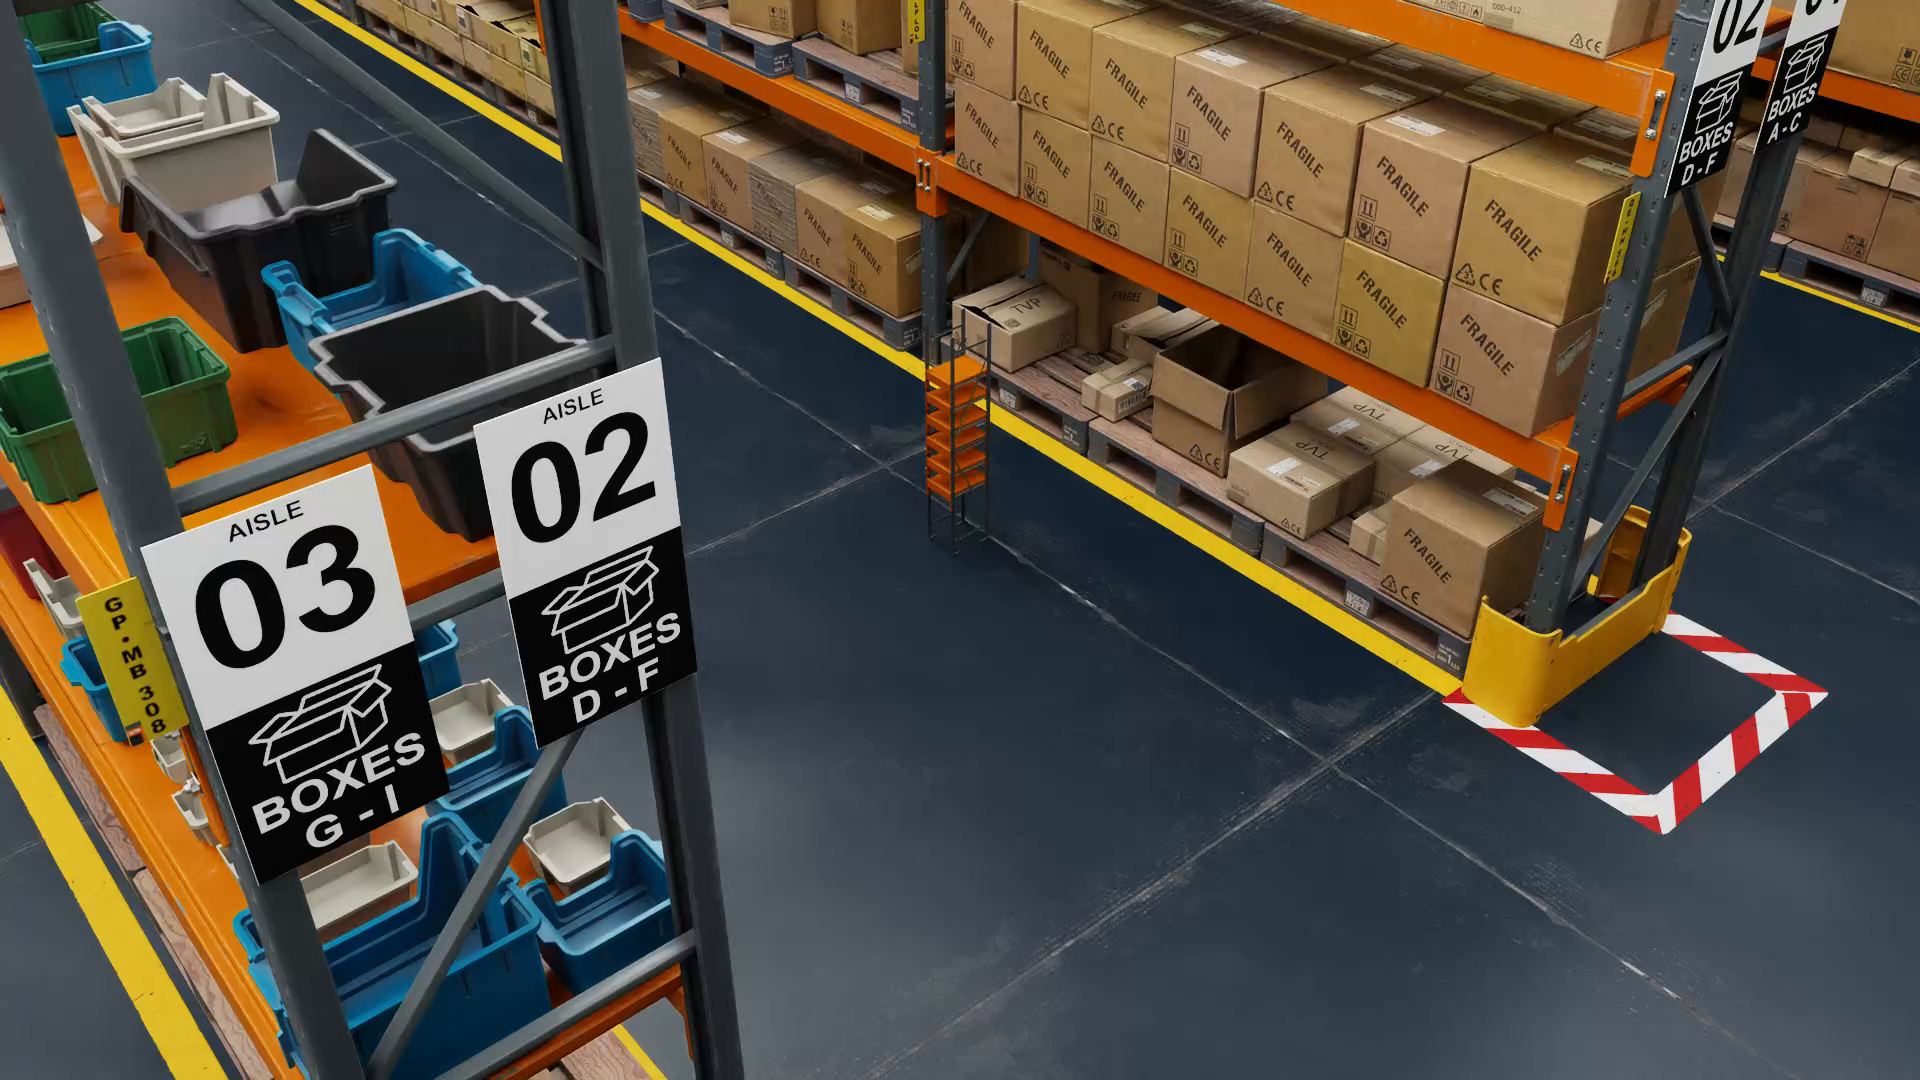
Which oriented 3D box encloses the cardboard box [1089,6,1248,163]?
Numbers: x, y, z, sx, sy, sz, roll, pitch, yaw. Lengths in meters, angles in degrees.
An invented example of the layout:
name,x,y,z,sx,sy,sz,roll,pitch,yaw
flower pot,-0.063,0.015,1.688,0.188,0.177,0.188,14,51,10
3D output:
name,x,y,z,sx,sy,sz,roll,pitch,yaw
cardboard box,0.954,-2.111,7.684,0.500,0.500,0.500,-27,44,-33

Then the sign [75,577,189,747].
name,x,y,z,sx,sy,sz,roll,pitch,yaw
sign,-1.414,0.213,2.850,0.100,0.325,0.005,-26,43,-32

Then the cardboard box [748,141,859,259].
name,x,y,z,sx,sy,sz,roll,pitch,yaw
cardboard box,-0.973,-2.143,10.463,0.500,0.500,0.500,-25,43,-31

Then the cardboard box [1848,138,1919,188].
name,x,y,z,sx,sy,sz,roll,pitch,yaw
cardboard box,5.648,-2.302,10.144,0.380,0.149,0.250,-25,42,-31

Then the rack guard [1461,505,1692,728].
name,x,y,z,sx,sy,sz,roll,pitch,yaw
rack guard,2.733,0.322,7.362,1.175,0.500,0.348,-26,43,-32

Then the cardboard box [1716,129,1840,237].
name,x,y,z,sx,sy,sz,roll,pitch,yaw
cardboard box,5.387,-2.379,10.813,0.700,0.500,0.500,-28,44,-33

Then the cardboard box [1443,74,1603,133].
name,x,y,z,sx,sy,sz,roll,pitch,yaw
cardboard box,2.354,-1.635,7.012,0.500,0.500,0.500,-26,43,-31

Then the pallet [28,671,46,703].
name,x,y,z,sx,sy,sz,roll,pitch,yaw
pallet,-4.052,0.197,7.788,1.003,0.211,1.213,-26,43,-32

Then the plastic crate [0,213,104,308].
name,x,y,z,sx,sy,sz,roll,pitch,yaw
plastic crate,-2.528,-0.754,4.353,0.437,0.136,0.530,-26,43,-32

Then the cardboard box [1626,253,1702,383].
name,x,y,z,sx,sy,sz,roll,pitch,yaw
cardboard box,2.697,-0.999,6.979,0.500,0.500,0.500,-25,42,-31

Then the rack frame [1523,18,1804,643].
name,x,y,z,sx,sy,sz,roll,pitch,yaw
rack frame,2.782,-0.664,6.592,1.000,3.000,0.127,-26,43,-32

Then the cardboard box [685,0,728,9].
name,x,y,z,sx,sy,sz,roll,pitch,yaw
cardboard box,-1.444,-3.697,10.425,0.700,0.500,0.500,-18,39,-24

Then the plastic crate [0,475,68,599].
name,x,y,z,sx,sy,sz,roll,pitch,yaw
plastic crate,-3.201,-0.147,5.755,0.402,0.464,0.583,-26,43,-32

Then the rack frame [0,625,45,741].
name,x,y,z,sx,sy,sz,roll,pitch,yaw
rack frame,-3.586,-0.584,6.480,1.000,3.000,0.127,-26,43,-32

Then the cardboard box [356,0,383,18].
name,x,y,z,sx,sy,sz,roll,pitch,yaw
cardboard box,-4.891,-4.741,14.364,0.500,0.250,0.500,-27,43,-33

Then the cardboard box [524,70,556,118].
name,x,y,z,sx,sy,sz,roll,pitch,yaw
cardboard box,-2.907,-3.387,12.452,0.500,0.250,0.500,-25,42,-31

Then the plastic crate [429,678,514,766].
name,x,y,z,sx,sy,sz,roll,pitch,yaw
plastic crate,-1.494,0.561,5.039,0.250,0.136,0.298,-26,43,-32

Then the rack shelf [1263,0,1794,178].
name,x,y,z,sx,sy,sz,roll,pitch,yaw
rack shelf,1.491,-2.478,7.180,1.077,0.370,4.000,-26,43,-32

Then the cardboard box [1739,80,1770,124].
name,x,y,z,sx,sy,sz,roll,pitch,yaw
cardboard box,5.286,-2.891,10.976,0.380,0.149,0.250,-27,43,-33

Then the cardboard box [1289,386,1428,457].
name,x,y,z,sx,sy,sz,roll,pitch,yaw
cardboard box,2.002,-0.509,8.372,0.500,0.250,0.500,-26,43,-32

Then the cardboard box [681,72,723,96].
name,x,y,z,sx,sy,sz,roll,pitch,yaw
cardboard box,-1.598,-3.030,11.715,0.500,0.500,0.500,-24,42,-30

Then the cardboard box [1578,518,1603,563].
name,x,y,z,sx,sy,sz,roll,pitch,yaw
cardboard box,2.774,0.007,7.731,0.380,0.149,0.250,-26,43,-32

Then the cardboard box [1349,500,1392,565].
name,x,y,z,sx,sy,sz,roll,pitch,yaw
cardboard box,2.050,-0.048,7.793,0.380,0.166,0.250,-26,43,-32

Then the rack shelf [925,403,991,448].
name,x,y,z,sx,sy,sz,roll,pitch,yaw
rack shelf,-0.009,-0.558,7.869,0.258,0.103,0.180,-26,43,-32

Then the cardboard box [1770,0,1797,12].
name,x,y,z,sx,sy,sz,roll,pitch,yaw
cardboard box,5.264,-3.514,10.357,0.980,0.700,0.700,-28,44,-34

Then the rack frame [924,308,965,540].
name,x,y,z,sx,sy,sz,roll,pitch,yaw
rack frame,-0.068,-0.536,7.969,0.240,1.200,0.006,-26,43,-32

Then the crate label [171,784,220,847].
name,x,y,z,sx,sy,sz,roll,pitch,yaw
crate label,-2.044,0.725,4.807,0.396,0.136,0.243,-26,43,-32

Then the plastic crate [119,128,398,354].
name,x,y,z,sx,sy,sz,roll,pitch,yaw
plastic crate,-1.781,-0.794,4.234,0.504,0.338,0.767,-26,43,-32

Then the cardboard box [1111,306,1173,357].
name,x,y,z,sx,sy,sz,roll,pitch,yaw
cardboard box,1.072,-1.157,9.375,0.380,0.149,0.250,-26,43,-32

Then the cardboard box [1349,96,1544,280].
name,x,y,z,sx,sy,sz,roll,pitch,yaw
cardboard box,1.958,-1.430,6.722,0.500,0.500,0.500,-25,42,-31

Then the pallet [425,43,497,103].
name,x,y,z,sx,sy,sz,roll,pitch,yaw
pallet,-3.666,-3.975,13.679,1.003,0.211,1.213,-26,43,-32

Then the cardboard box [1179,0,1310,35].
name,x,y,z,sx,sy,sz,roll,pitch,yaw
cardboard box,1.382,-2.304,7.957,0.500,0.500,0.500,-26,43,-31

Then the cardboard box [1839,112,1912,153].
name,x,y,z,sx,sy,sz,roll,pitch,yaw
cardboard box,5.780,-2.554,10.500,0.380,0.149,0.250,-26,43,-31

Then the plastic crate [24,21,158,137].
name,x,y,z,sx,sy,sz,roll,pitch,yaw
plastic crate,-2.755,-1.457,5.262,0.416,0.233,0.300,-26,43,-32

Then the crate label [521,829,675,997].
name,x,y,z,sx,sy,sz,roll,pitch,yaw
crate label,-0.913,0.994,4.344,0.416,0.233,0.303,-26,43,-32

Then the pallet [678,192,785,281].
name,x,y,z,sx,sy,sz,roll,pitch,yaw
pallet,-1.145,-2.176,11.140,1.003,0.211,1.213,-26,43,-32

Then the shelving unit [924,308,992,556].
name,x,y,z,sx,sy,sz,roll,pitch,yaw
shelving unit,-0.009,-0.496,7.912,0.258,1.200,0.189,-26,43,-32

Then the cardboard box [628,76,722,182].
name,x,y,z,sx,sy,sz,roll,pitch,yaw
cardboard box,-1.963,-2.819,11.417,0.500,0.500,0.500,-28,44,-33

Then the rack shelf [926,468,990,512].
name,x,y,z,sx,sy,sz,roll,pitch,yaw
rack shelf,-0.009,-0.264,8.077,0.258,0.103,0.180,-26,43,-32

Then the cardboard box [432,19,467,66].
name,x,y,z,sx,sy,sz,roll,pitch,yaw
cardboard box,-3.899,-4.062,13.406,0.500,0.250,0.500,-25,42,-31

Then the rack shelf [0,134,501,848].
name,x,y,z,sx,sy,sz,roll,pitch,yaw
rack shelf,-2.295,-0.632,4.574,1.077,0.370,4.000,-26,43,-32

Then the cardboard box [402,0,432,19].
name,x,y,z,sx,sy,sz,roll,pitch,yaw
cardboard box,-4.232,-4.514,13.559,0.500,0.311,0.500,-28,44,-33

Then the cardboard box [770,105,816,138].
name,x,y,z,sx,sy,sz,roll,pitch,yaw
cardboard box,-0.895,-2.863,10.830,0.500,0.250,0.500,-27,43,-33

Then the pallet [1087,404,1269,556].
name,x,y,z,sx,sy,sz,roll,pitch,yaw
pallet,1.434,-0.450,8.702,1.003,0.211,1.213,-26,43,-32

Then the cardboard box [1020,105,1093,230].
name,x,y,z,sx,sy,sz,roll,pitch,yaw
cardboard box,0.654,-1.919,8.278,0.500,0.500,0.500,-25,42,-31

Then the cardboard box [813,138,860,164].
name,x,y,z,sx,sy,sz,roll,pitch,yaw
cardboard box,-0.595,-2.349,10.753,0.500,0.500,0.500,-25,43,-31

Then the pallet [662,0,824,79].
name,x,y,z,sx,sy,sz,roll,pitch,yaw
pallet,-1.123,-3.261,10.425,1.003,0.211,1.213,-26,43,-32

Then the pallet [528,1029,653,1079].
name,x,y,z,sx,sy,sz,roll,pitch,yaw
pallet,-1.507,1.941,5.326,1.003,0.211,1.213,-26,43,-32

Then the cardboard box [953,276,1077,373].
name,x,y,z,sx,sy,sz,roll,pitch,yaw
cardboard box,0.306,-1.246,9.360,0.500,0.311,0.500,-26,43,-32

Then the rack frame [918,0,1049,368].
name,x,y,z,sx,sy,sz,roll,pitch,yaw
rack frame,0.200,-2.430,9.086,1.000,3.000,0.127,-26,43,-32

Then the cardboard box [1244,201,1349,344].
name,x,y,z,sx,sy,sz,roll,pitch,yaw
cardboard box,1.629,-1.251,7.335,0.500,0.500,0.500,-26,43,-31

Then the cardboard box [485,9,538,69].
name,x,y,z,sx,sy,sz,roll,pitch,yaw
cardboard box,-3.248,-3.841,12.608,0.500,0.311,0.500,-27,43,-32

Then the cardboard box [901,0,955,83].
name,x,y,z,sx,sy,sz,roll,pitch,yaw
cardboard box,0.065,-2.935,9.349,0.500,0.500,0.700,19,39,24

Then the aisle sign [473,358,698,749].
name,x,y,z,sx,sy,sz,roll,pitch,yaw
aisle sign,-0.731,0.042,3.346,0.394,0.787,0.004,-26,43,-32
